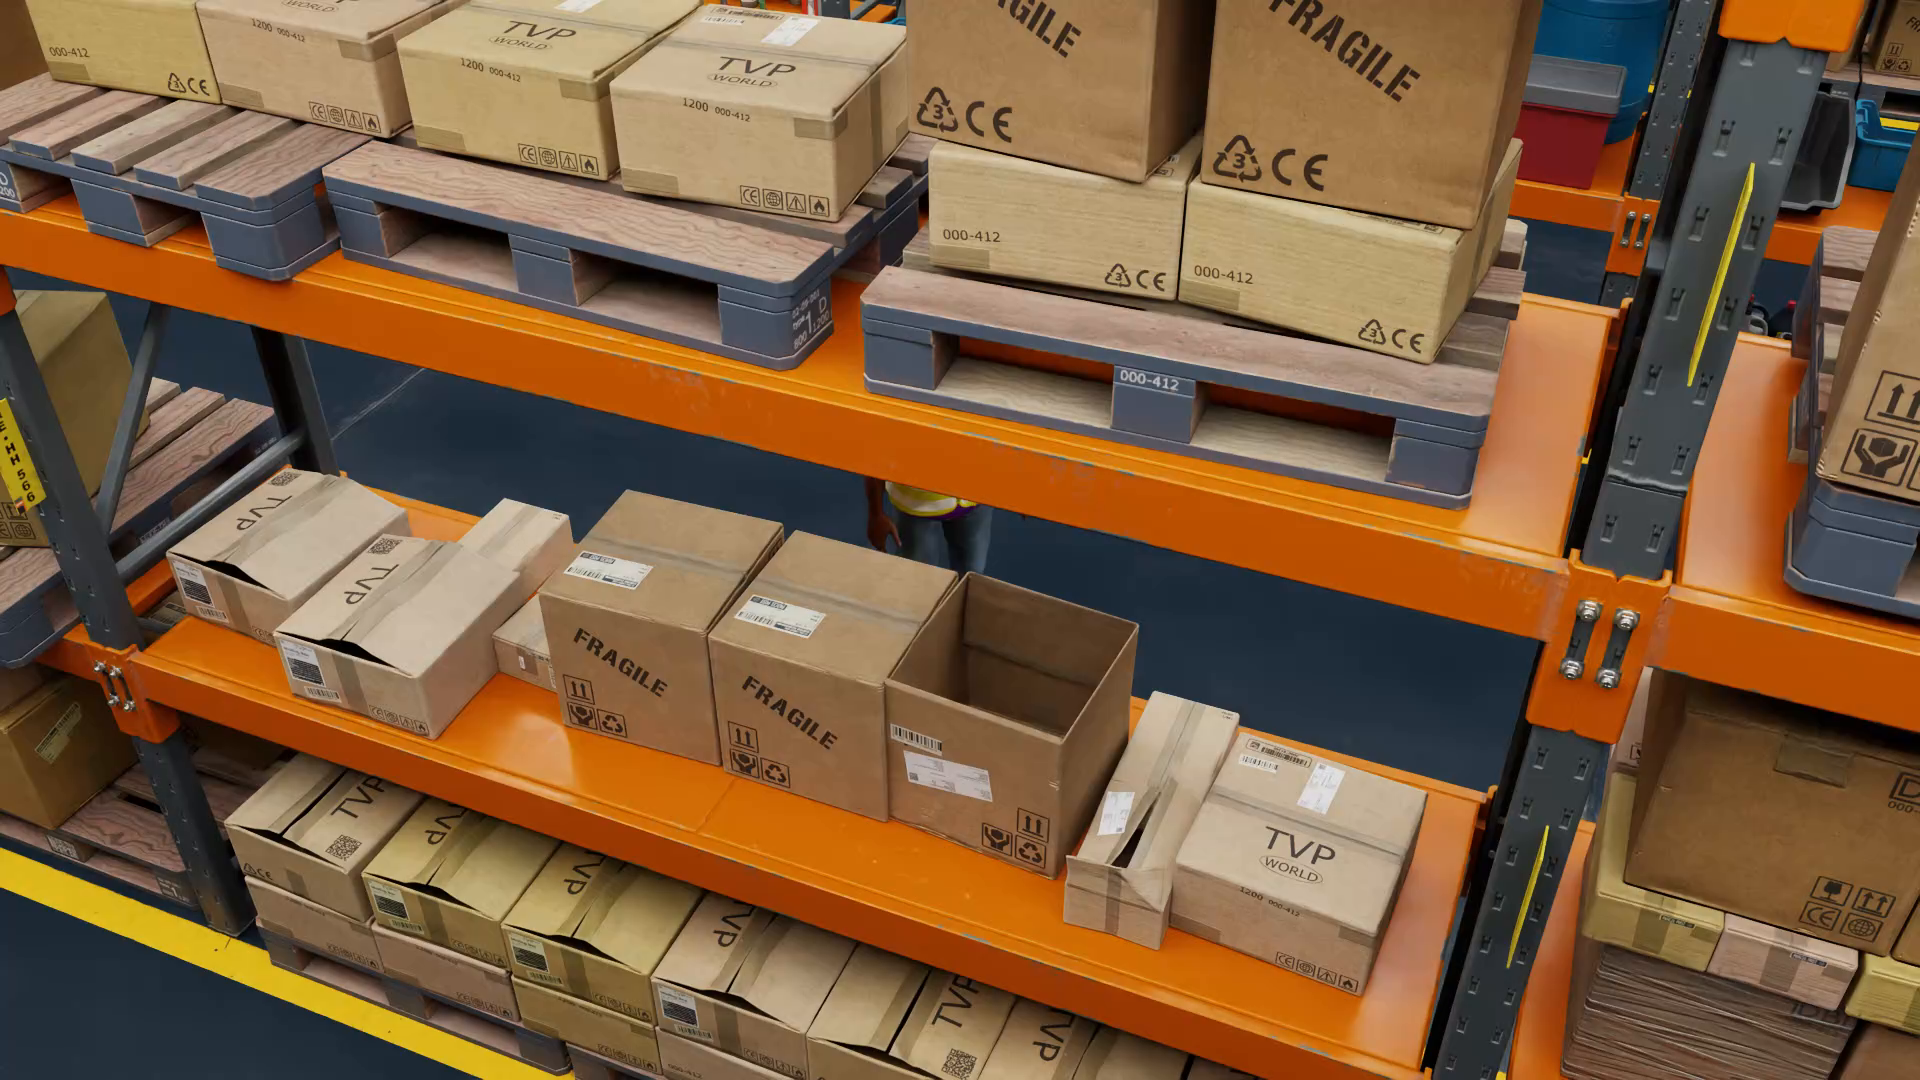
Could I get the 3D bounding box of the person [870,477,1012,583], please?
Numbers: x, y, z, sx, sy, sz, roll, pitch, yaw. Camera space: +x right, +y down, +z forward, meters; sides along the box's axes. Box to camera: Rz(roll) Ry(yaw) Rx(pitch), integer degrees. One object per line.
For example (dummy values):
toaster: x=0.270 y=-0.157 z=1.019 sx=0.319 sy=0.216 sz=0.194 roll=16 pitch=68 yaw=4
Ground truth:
person: x=-0.064 y=-0.169 z=6.350 sx=0.571 sy=1.765 sz=0.340 roll=-11 pitch=39 yaw=-14
